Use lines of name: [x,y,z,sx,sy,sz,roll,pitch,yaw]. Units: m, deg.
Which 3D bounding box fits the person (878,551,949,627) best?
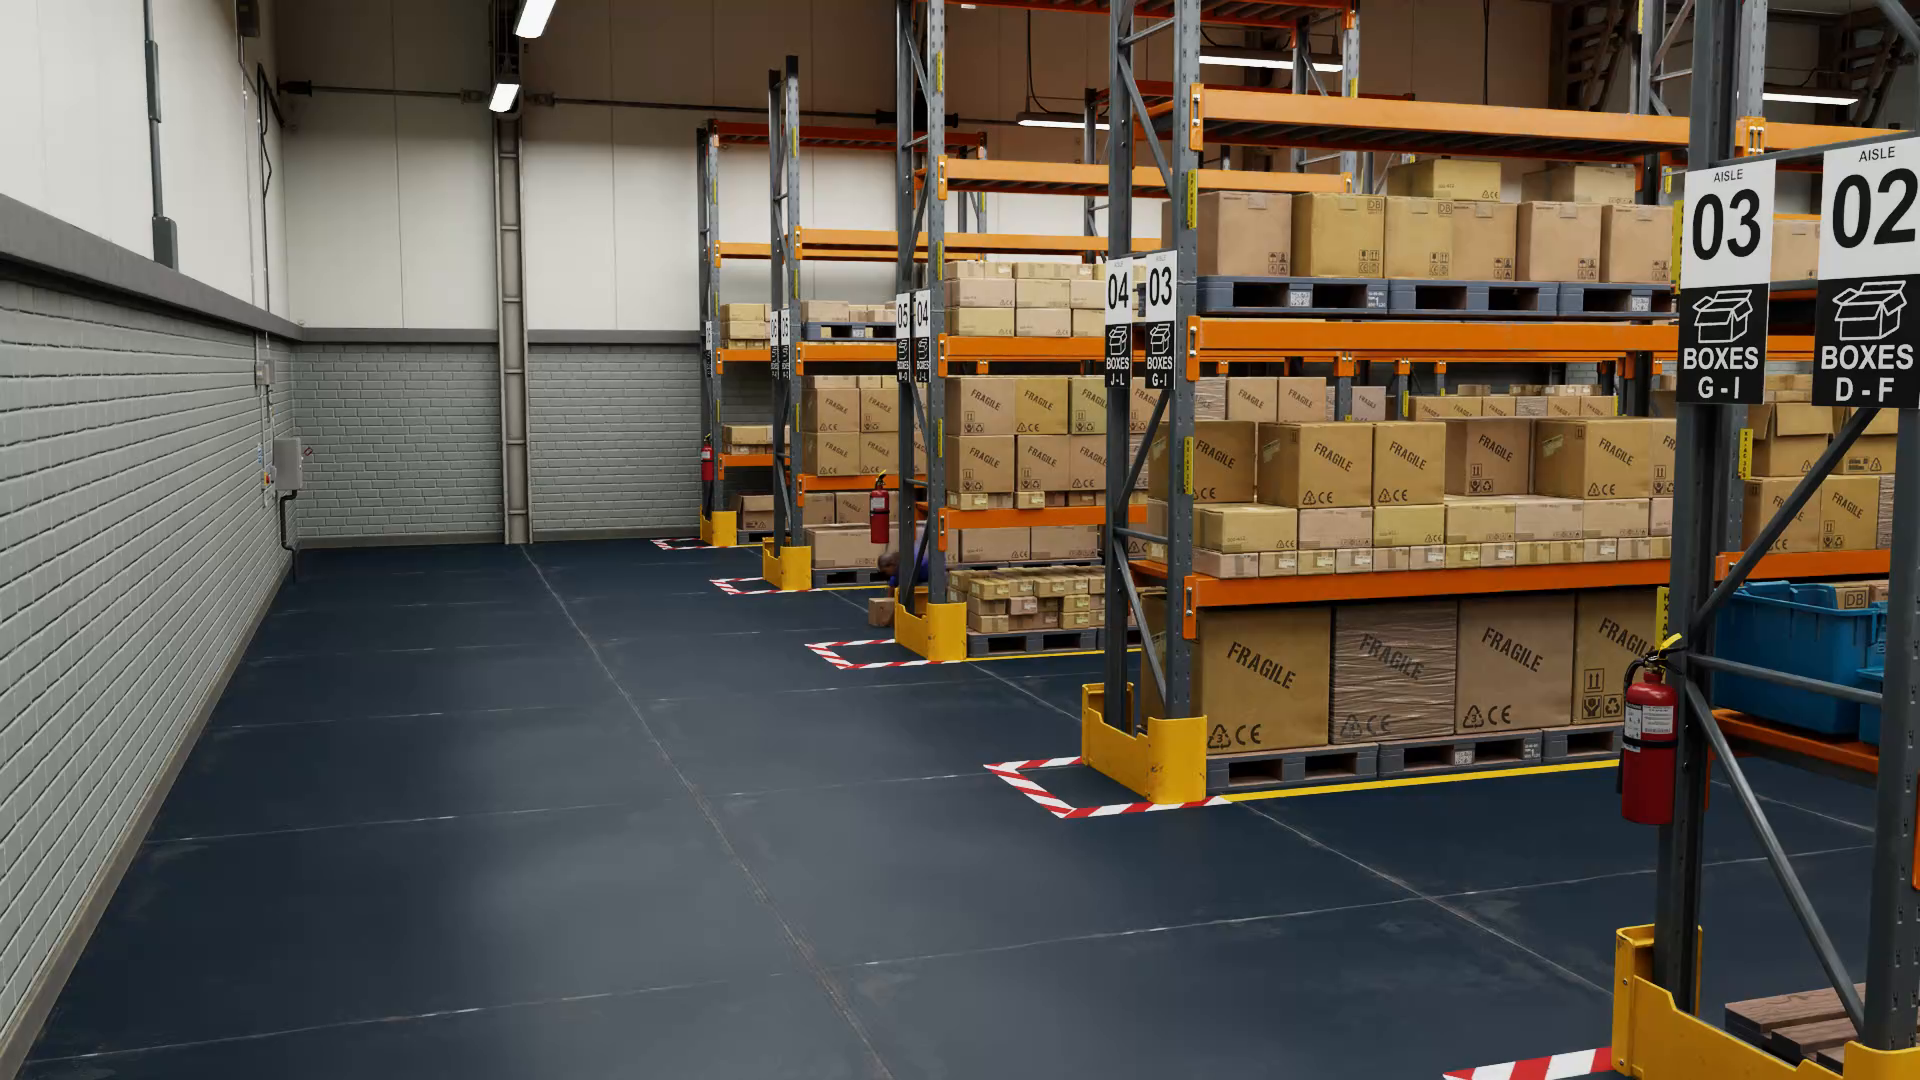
person: [-0.440,0.498,16.575,0.841,0.808,0.470,-2,6,-20]
